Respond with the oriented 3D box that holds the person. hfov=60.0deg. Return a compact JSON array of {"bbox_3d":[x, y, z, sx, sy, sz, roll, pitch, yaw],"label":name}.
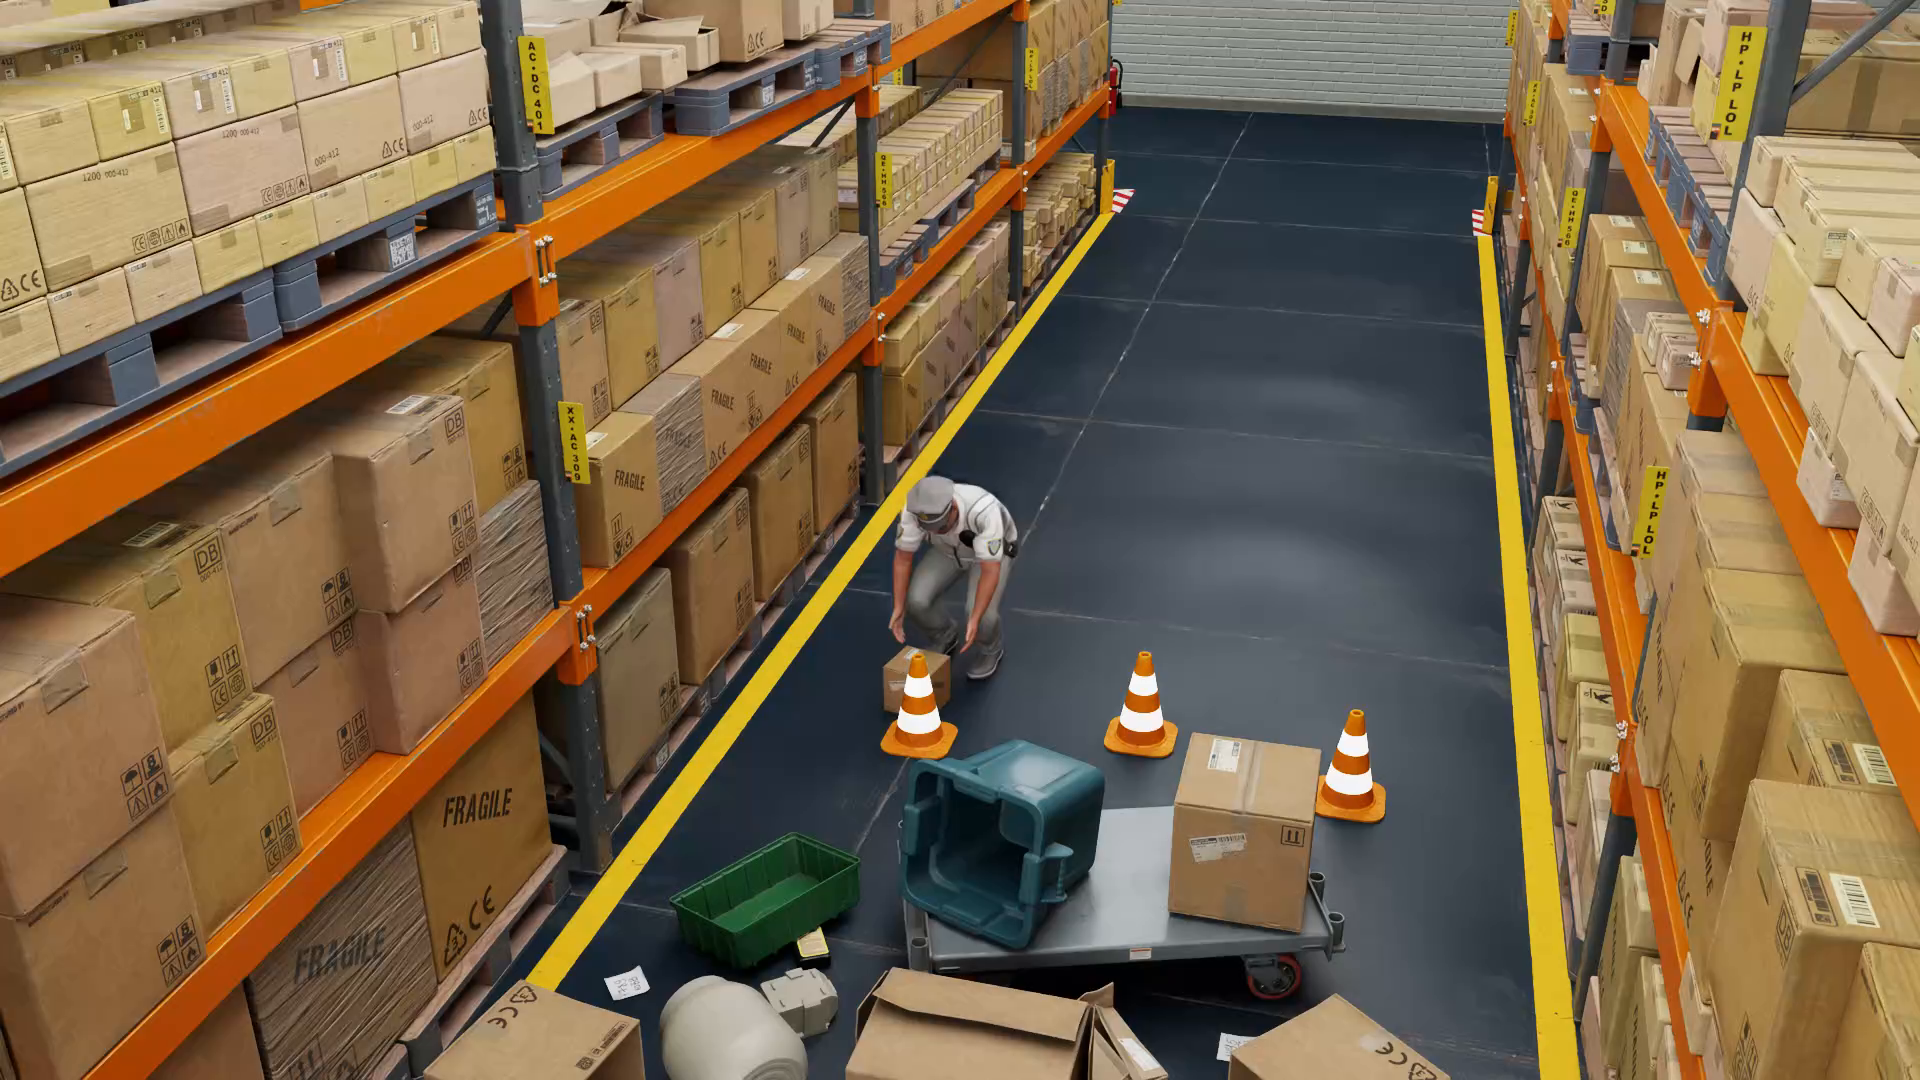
[{"bbox_3d":[-0.001,0.146,8.443,0.577,1.202,0.900,12,28,24],"label":"person"}]
